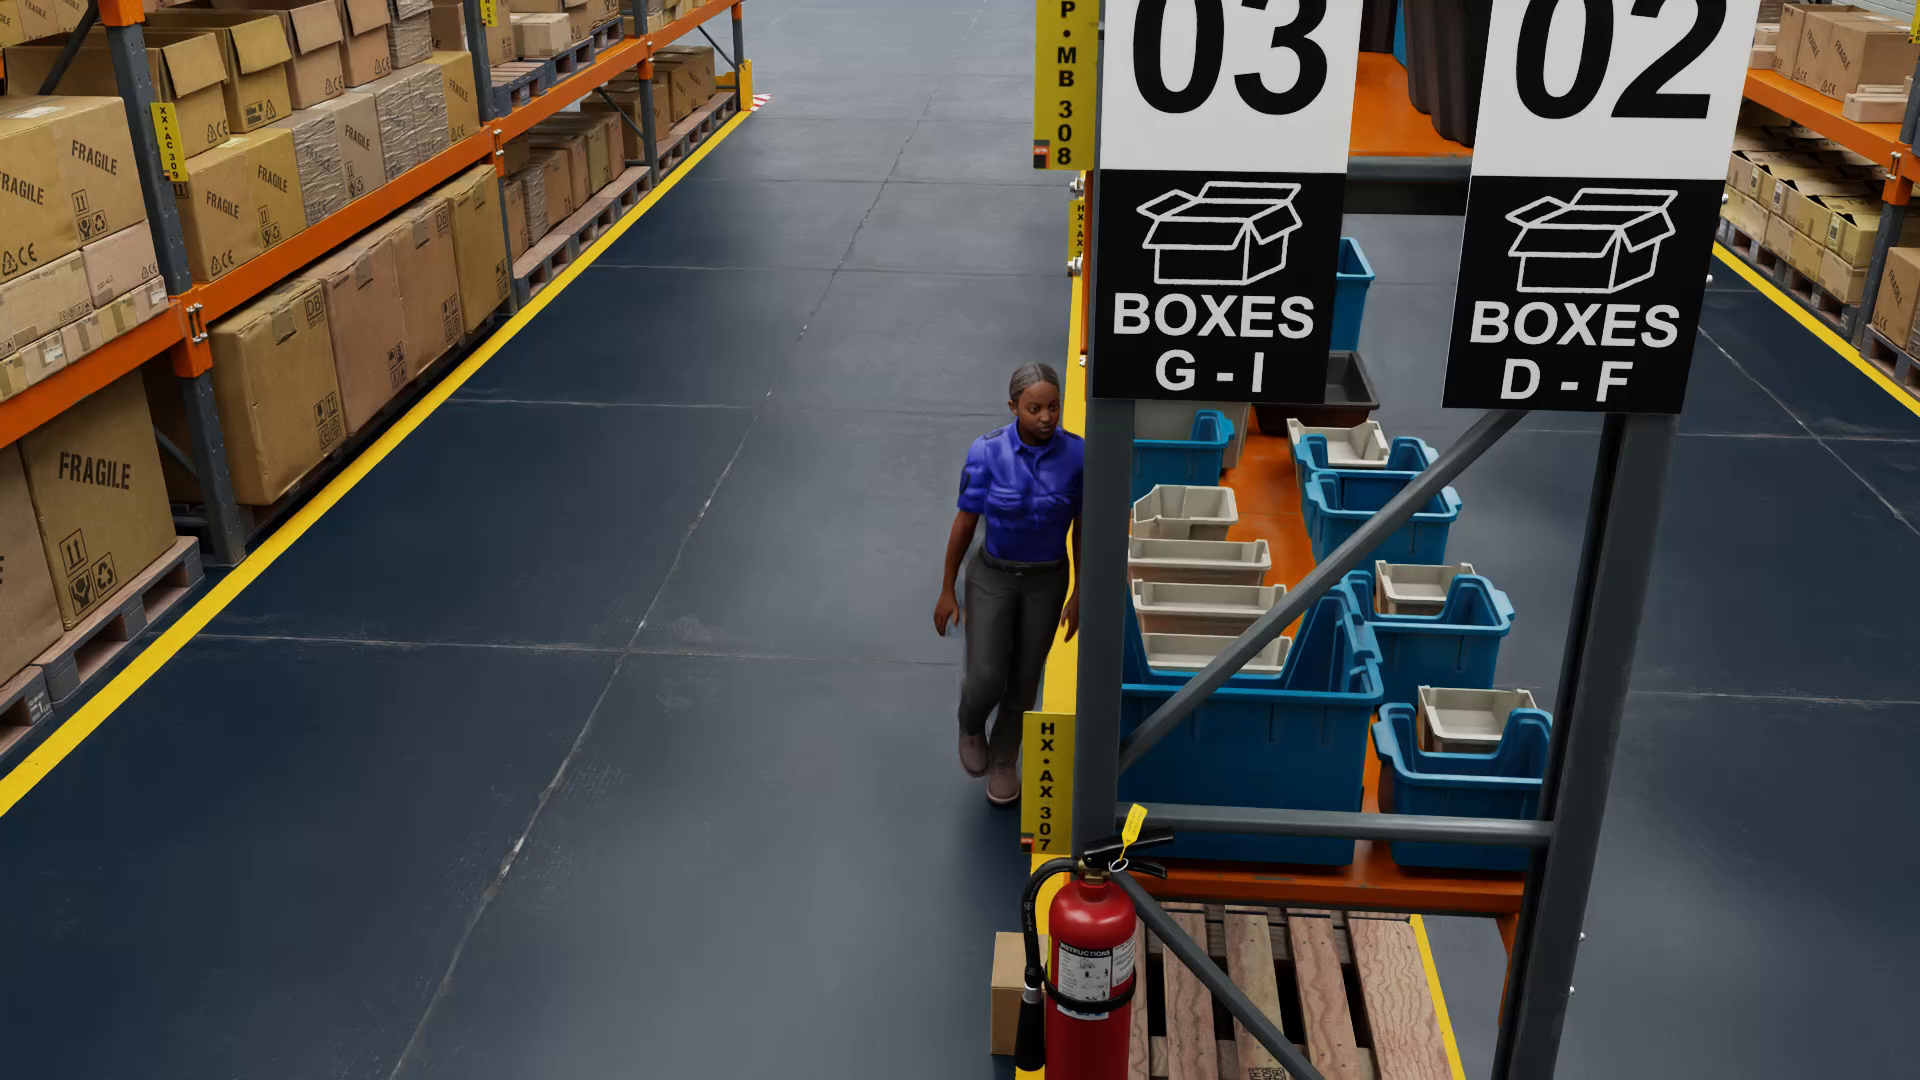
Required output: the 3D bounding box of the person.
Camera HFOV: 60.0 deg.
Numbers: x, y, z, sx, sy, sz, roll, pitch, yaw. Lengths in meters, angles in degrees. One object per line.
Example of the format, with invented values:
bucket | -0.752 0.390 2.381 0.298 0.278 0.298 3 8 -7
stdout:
person | 0.177 0.155 5.740 0.553 1.648 0.465 -3 25 -7
